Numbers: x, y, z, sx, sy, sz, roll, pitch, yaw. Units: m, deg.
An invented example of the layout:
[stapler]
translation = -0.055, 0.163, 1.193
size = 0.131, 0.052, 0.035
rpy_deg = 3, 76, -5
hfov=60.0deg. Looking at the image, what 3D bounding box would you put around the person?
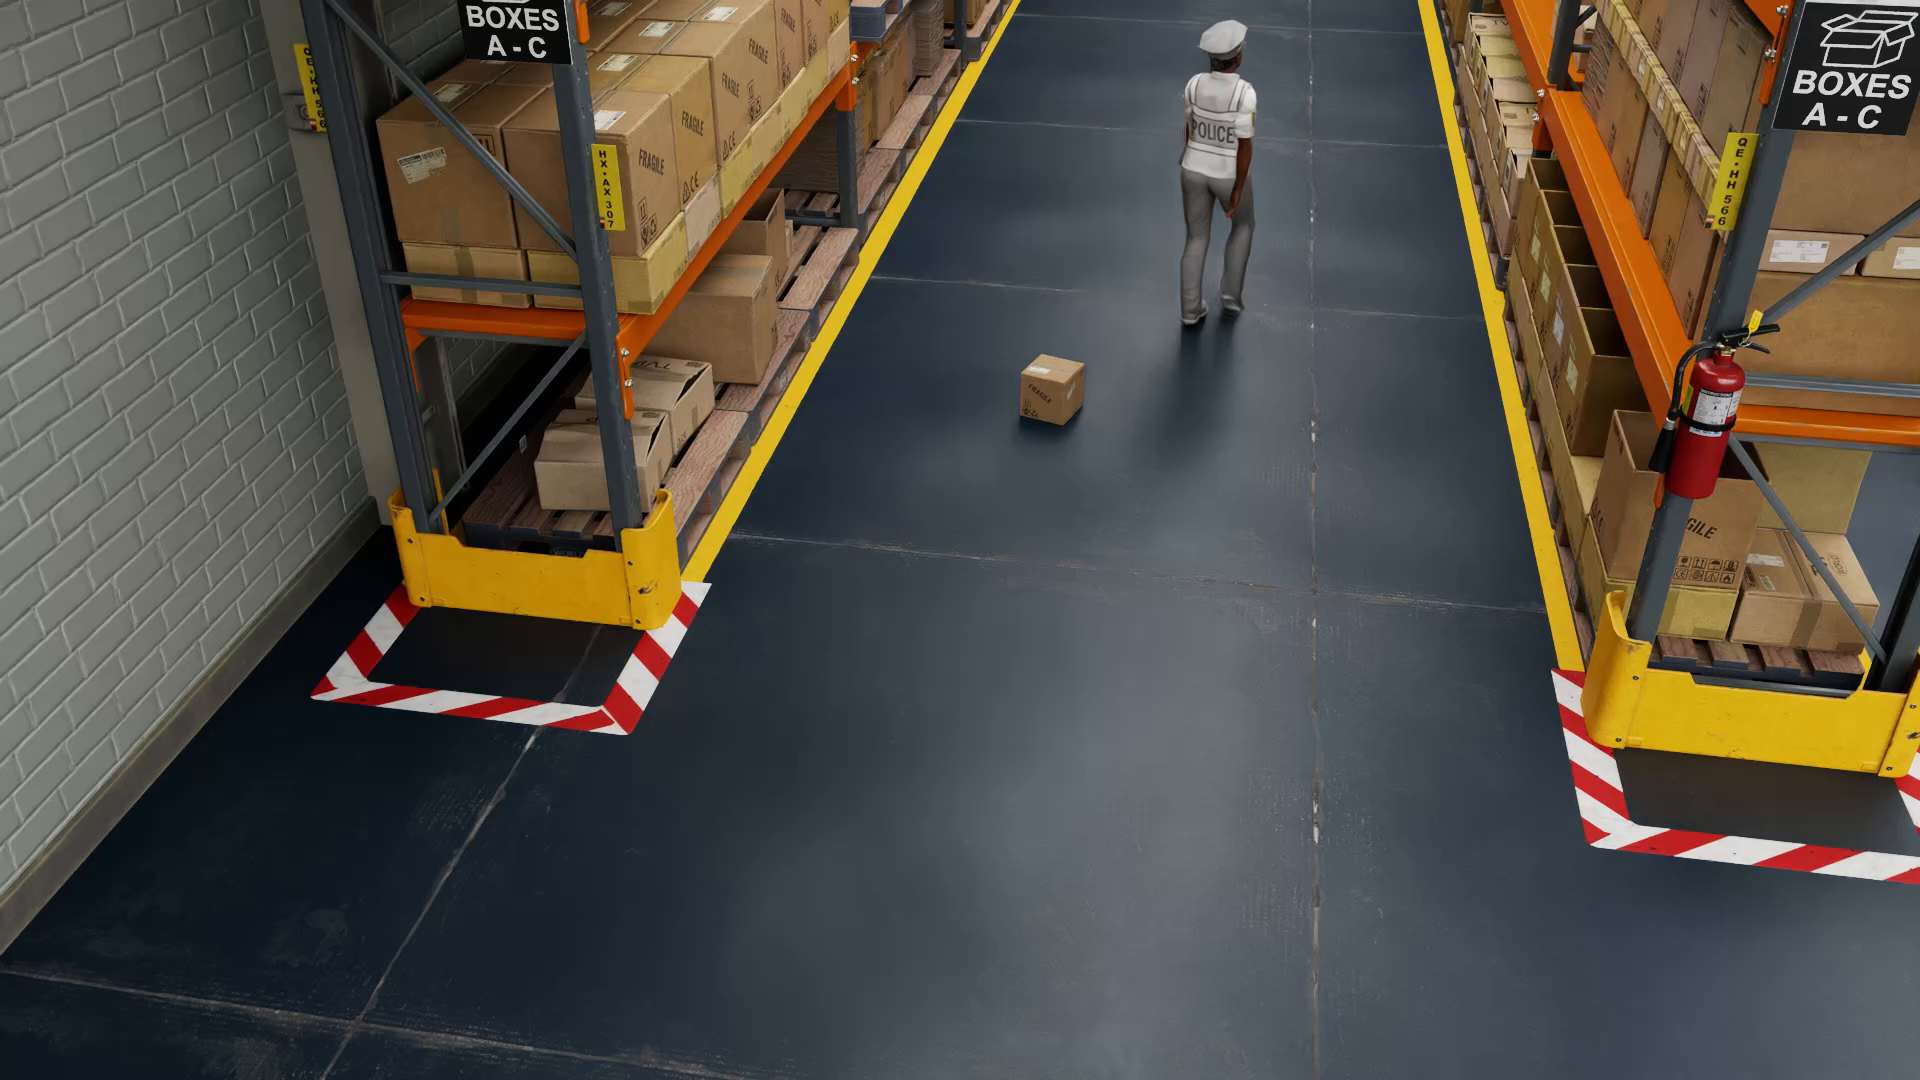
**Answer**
[person]
translation = 1.436, -2.009, 9.292
size = 0.438, 1.763, 0.525
rpy_deg = 15, 36, 22
